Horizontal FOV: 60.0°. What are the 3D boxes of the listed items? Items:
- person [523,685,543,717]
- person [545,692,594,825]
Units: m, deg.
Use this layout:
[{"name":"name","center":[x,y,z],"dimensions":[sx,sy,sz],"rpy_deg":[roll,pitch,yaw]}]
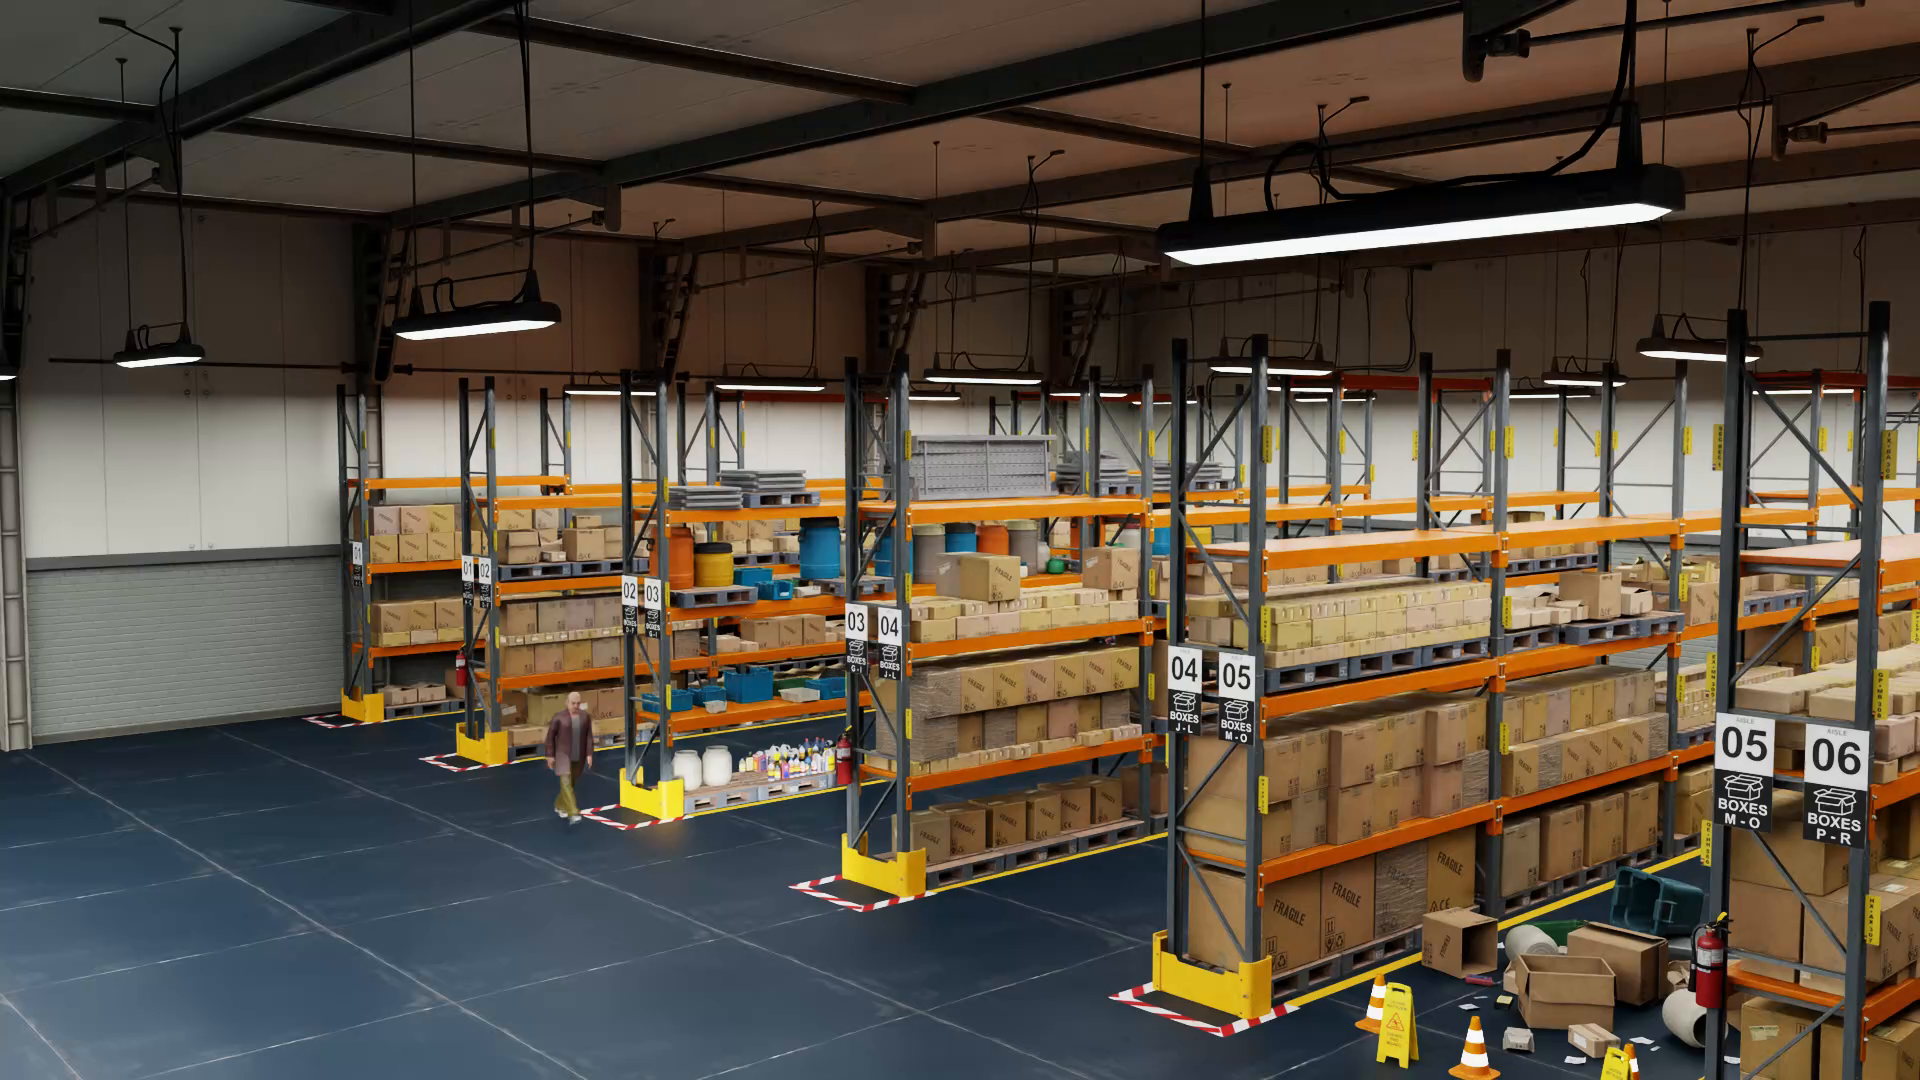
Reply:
[{"name":"person","center":[-7.271,2.472,28.612],"dimensions":[0.495,1.653,0.593],"rpy_deg":[2,4,29]},{"name":"person","center":[-5.081,2.849,21.847],"dimensions":[0.586,1.716,1.146],"rpy_deg":[-3,5,-43]}]
